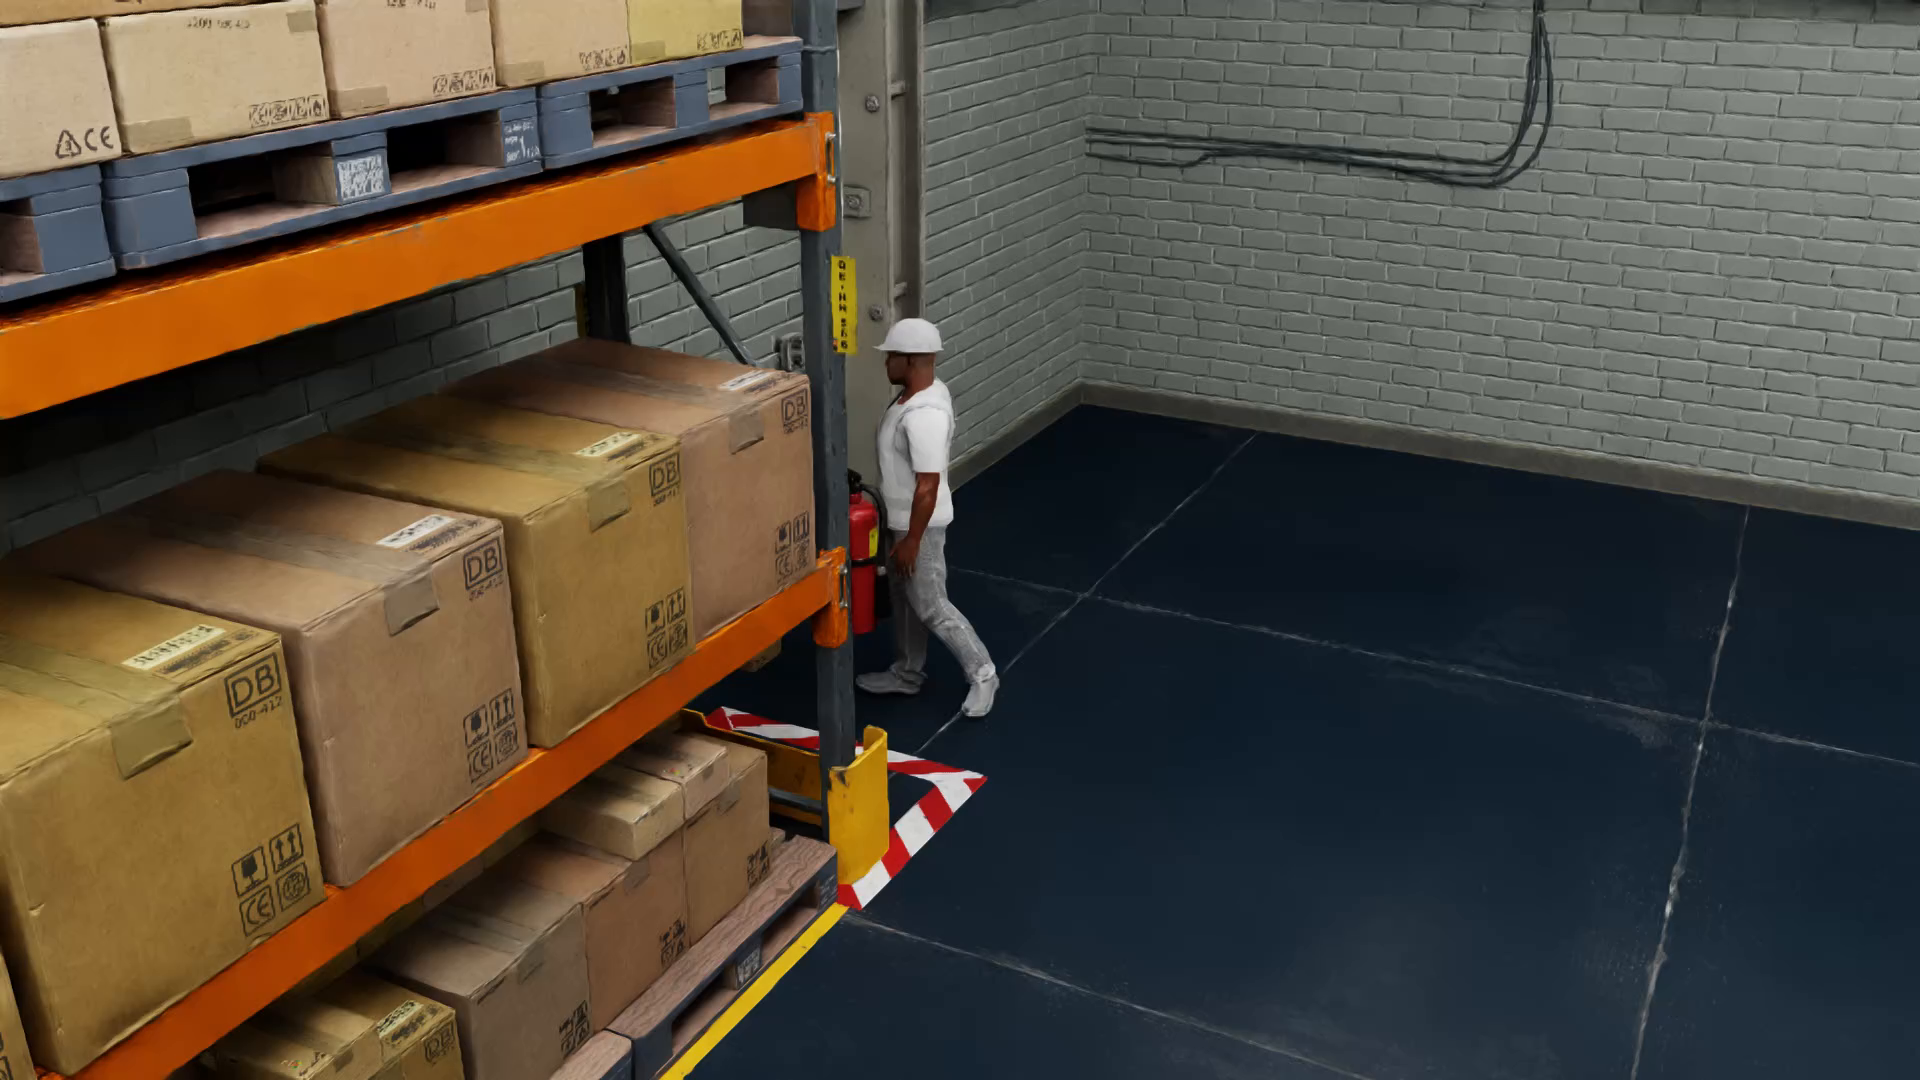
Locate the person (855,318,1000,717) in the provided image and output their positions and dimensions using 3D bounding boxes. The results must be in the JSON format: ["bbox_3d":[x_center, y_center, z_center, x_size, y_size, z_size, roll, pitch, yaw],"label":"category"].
[{"bbox_3d":[-0.155,-0.109,7.320,0.645,1.766,0.708,-3,23,-7],"label":"person"}]
